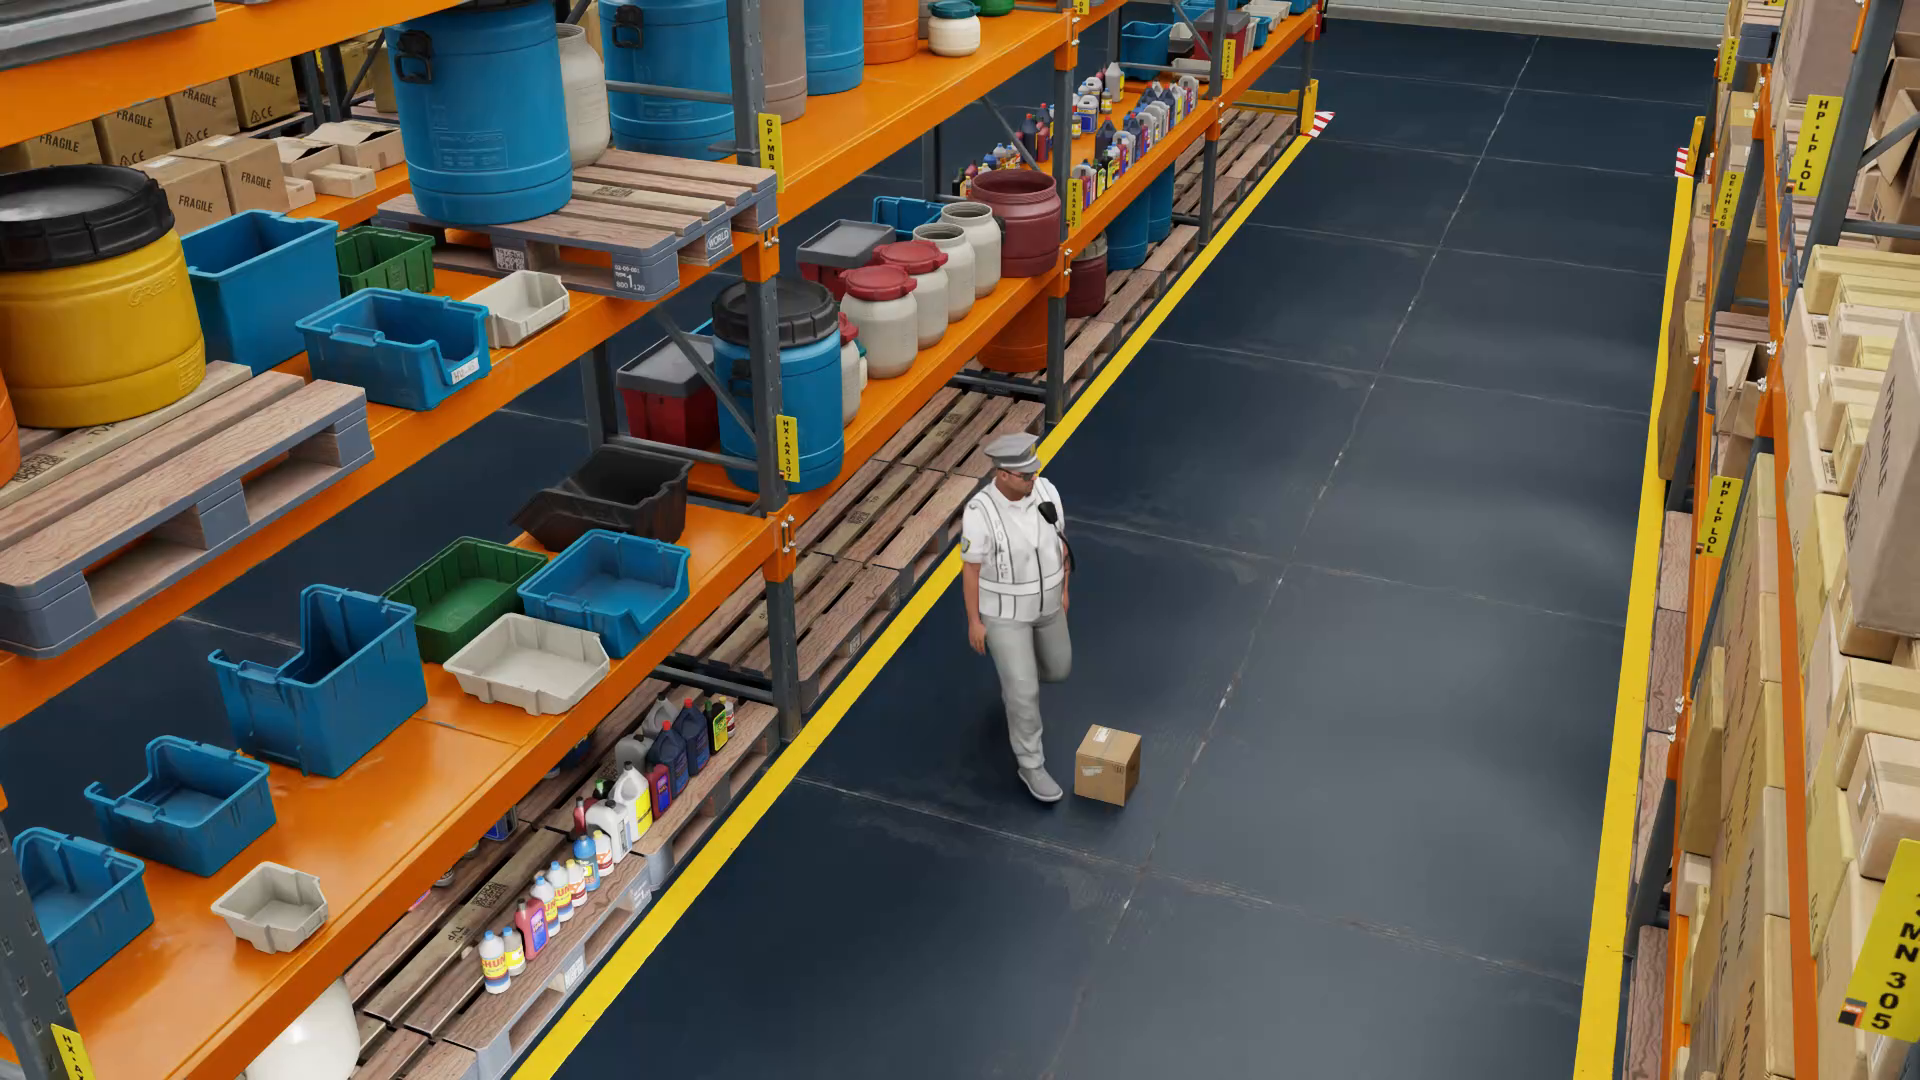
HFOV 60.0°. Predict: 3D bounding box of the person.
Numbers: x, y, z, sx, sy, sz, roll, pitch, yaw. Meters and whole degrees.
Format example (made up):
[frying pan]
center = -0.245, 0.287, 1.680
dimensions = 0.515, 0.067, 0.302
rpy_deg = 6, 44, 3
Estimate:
[person]
center = 0.327, 0.323, 7.831
dimensions = 0.568, 1.716, 0.805
rpy_deg = -21, 36, -33
